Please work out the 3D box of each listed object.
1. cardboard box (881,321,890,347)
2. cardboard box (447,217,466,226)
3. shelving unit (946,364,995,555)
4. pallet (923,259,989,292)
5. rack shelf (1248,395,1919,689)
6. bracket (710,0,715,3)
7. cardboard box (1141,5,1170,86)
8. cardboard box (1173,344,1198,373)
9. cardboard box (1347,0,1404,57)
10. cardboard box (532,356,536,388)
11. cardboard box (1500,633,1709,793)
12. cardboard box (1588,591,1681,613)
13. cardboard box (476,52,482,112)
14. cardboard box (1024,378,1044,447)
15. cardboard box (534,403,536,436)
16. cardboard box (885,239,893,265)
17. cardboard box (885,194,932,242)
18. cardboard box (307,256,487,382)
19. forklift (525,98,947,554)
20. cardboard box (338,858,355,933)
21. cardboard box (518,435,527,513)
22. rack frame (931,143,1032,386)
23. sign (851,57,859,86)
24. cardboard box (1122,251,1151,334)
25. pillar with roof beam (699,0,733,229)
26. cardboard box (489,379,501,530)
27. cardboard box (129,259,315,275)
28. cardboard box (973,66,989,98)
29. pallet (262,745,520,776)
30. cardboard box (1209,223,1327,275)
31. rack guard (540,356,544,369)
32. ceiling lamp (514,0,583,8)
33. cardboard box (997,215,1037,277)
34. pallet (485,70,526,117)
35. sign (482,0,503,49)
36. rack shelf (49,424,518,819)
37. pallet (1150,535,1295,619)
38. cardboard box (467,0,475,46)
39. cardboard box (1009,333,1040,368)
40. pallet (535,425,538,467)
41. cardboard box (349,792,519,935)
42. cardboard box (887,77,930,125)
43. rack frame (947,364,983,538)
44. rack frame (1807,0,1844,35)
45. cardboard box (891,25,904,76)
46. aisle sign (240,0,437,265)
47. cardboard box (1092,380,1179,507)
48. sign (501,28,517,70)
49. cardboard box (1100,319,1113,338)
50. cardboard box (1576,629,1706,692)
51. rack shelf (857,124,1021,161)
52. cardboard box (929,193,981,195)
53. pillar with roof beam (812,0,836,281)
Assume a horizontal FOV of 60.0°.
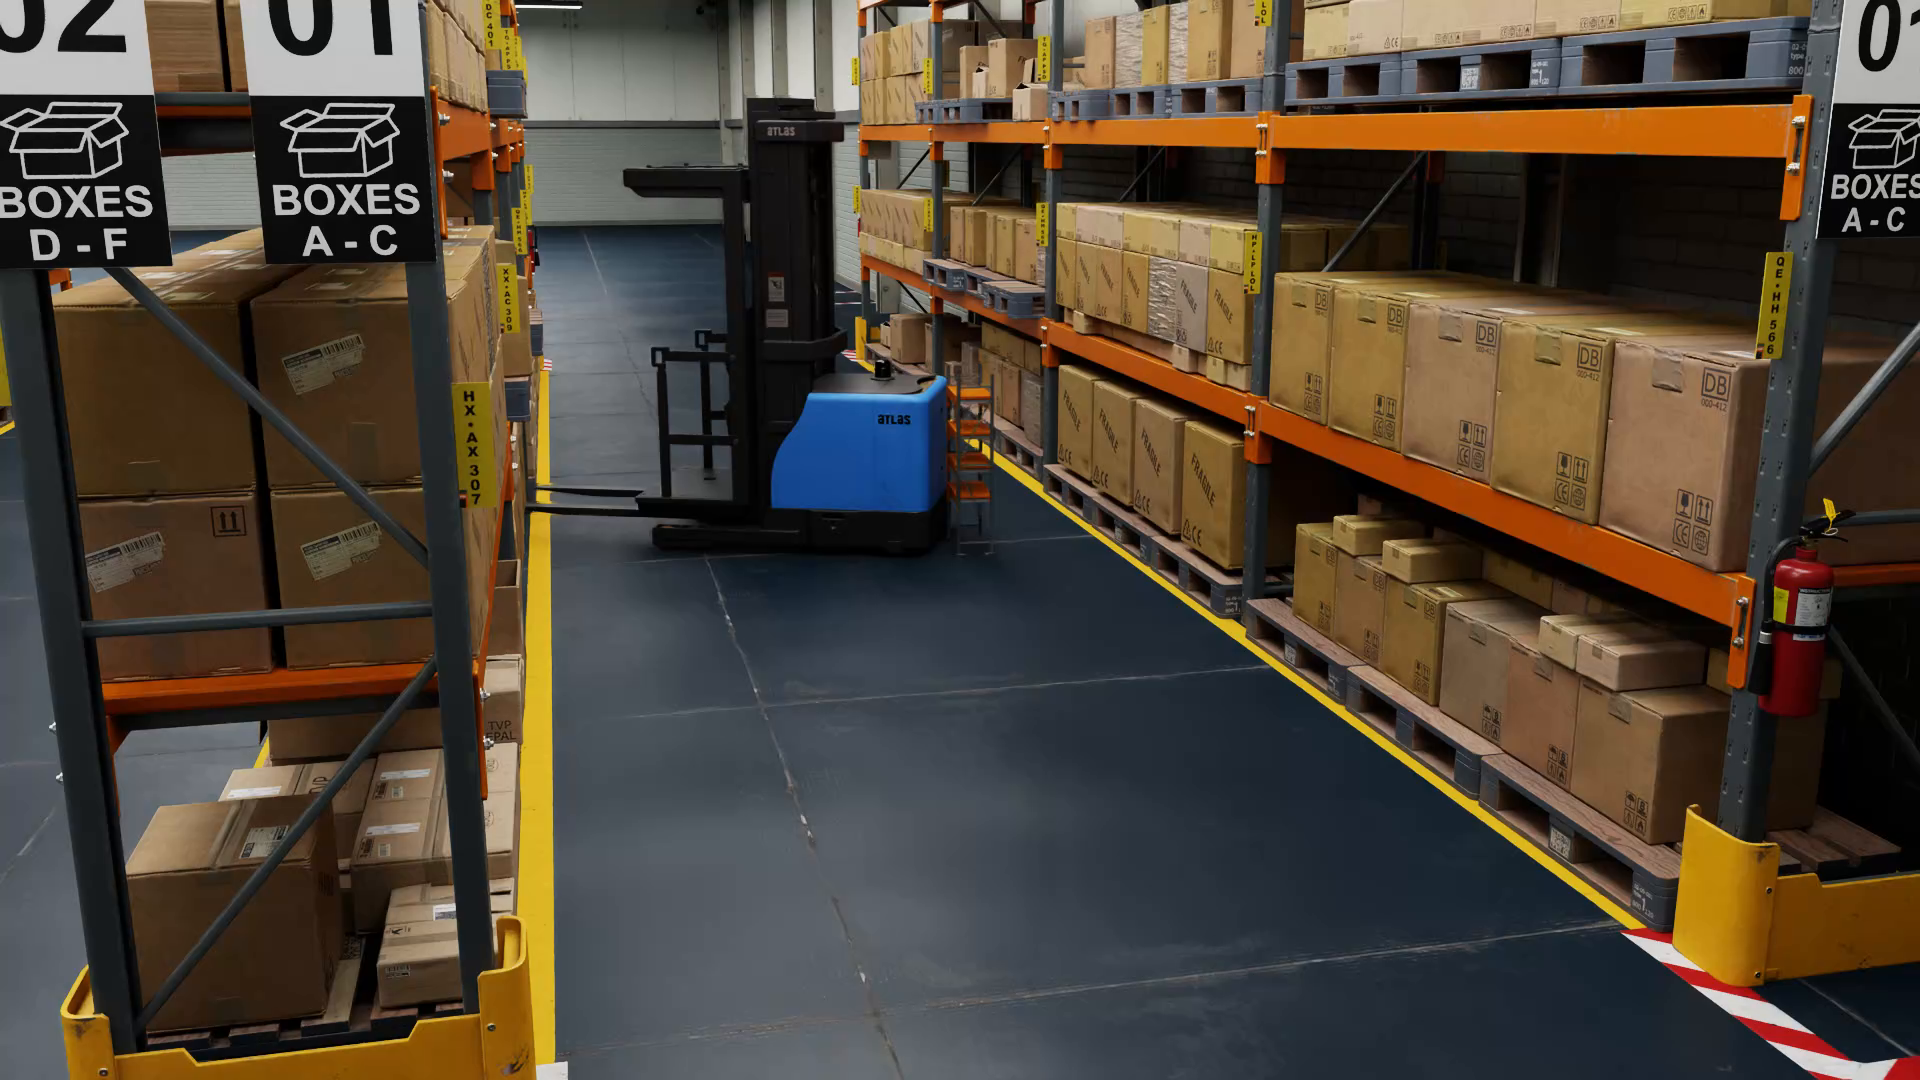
[{"bbox_3d":[-0.647,-2.503,20.088,0.500,0.311,0.500,-5,15,-20],"label":"cardboard box"},{"bbox_3d":[-4.869,-2.974,15.704,0.380,0.149,0.250,-3,14,-13],"label":"cardboard box"},{"bbox_3d":[0.067,-0.544,11.126,0.258,1.200,0.503,-2,14,-8],"label":"shelving unit"},{"bbox_3d":[0.256,-2.559,15.986,1.003,0.211,1.213,-3,14,-13],"label":"pallet"},{"bbox_3d":[2.566,-0.180,7.361,1.077,0.370,4.000,-3,14,-13],"label":"rack shelf"},{"bbox_3d":[-6.405,-14.520,44.314,0.076,0.066,4.783,-3,14,-13],"label":"bracket"},{"bbox_3d":[1.620,-3.277,11.063,0.700,0.500,0.500,-3,14,-10],"label":"cardboard box"},{"bbox_3d":[1.523,-1.118,10.170,0.380,0.149,0.250,-3,14,-13],"label":"cardboard box"},{"bbox_3d":[2.108,-2.336,7.567,0.500,0.250,0.500,-4,14,-14],"label":"cardboard box"},{"bbox_3d":[-4.095,-1.503,14.988,0.500,0.311,0.500,-3,14,-12],"label":"cardboard box"},{"bbox_3d":[2.657,0.670,6.745,0.700,0.500,0.500,-3,14,-13],"label":"cardboard box"},{"bbox_3d":[2.820,0.314,6.837,0.380,0.149,0.250,-3,14,-13],"label":"cardboard box"},{"bbox_3d":[-2.238,-1.885,6.819,0.500,0.250,0.500,-3,14,-13],"label":"cardboard box"},{"bbox_3d":[0.937,-1.077,13.854,0.700,0.500,0.500,-3,14,-12],"label":"cardboard box"},{"bbox_3d":[-3.862,-0.996,14.094,0.500,0.250,0.500,-3,14,-12],"label":"cardboard box"},{"bbox_3d":[-0.550,-3.213,18.530,0.500,0.250,0.500,-3,14,-13],"label":"cardboard box"},{"bbox_3d":[-0.547,-3.581,18.459,0.500,0.500,0.500,-3,14,-11],"label":"cardboard box"},{"bbox_3d":[-1.869,-0.679,5.567,0.500,0.500,0.500,-3,14,-12],"label":"cardboard box"},{"bbox_3d":[-1.625,-1.470,11.269,3.031,2.935,1.130,2,14,8],"label":"forklift"},{"bbox_3d":[-2.153,1.161,5.398,0.380,0.166,0.250,-3,14,-13],"label":"cardboard box"},{"bbox_3d":[-3.209,-0.434,11.222,0.500,0.500,0.500,-3,14,-11],"label":"cardboard box"},{"bbox_3d":[0.218,-2.837,16.718,1.000,3.000,0.127,-3,14,-13],"label":"rack frame"},{"bbox_3d":[-1.249,-5.611,19.912,0.100,0.325,0.005,-3,14,-13],"label":"sign"},{"bbox_3d":[1.382,-1.635,10.919,0.500,0.500,0.500,-3,14,-12],"label":"cardboard box"},{"bbox_3d":[-10.947,-13.241,46.665,9.100,9.000,0.548,-3,14,-13],"label":"pillar with roof beam"},{"bbox_3d":[-1.983,-0.307,6.154,0.500,0.500,0.500,-3,14,-12],"label":"cardboard box"},{"bbox_3d":[-2.396,-0.649,5.446,0.500,0.500,0.500,-3,14,-12],"label":"cardboard box"},{"bbox_3d":[0.413,-4.182,15.207,0.500,0.311,0.500,-3,14,-11],"label":"cardboard box"},{"bbox_3d":[-2.267,1.081,6.558,1.003,0.211,1.213,-3,14,-13],"label":"pallet"},{"bbox_3d":[1.738,-1.652,9.408,0.500,0.250,0.500,-3,14,-12],"label":"cardboard box"},{"bbox_3d":[-5.542,-2.274,19.681,1.175,0.500,0.348,-3,14,-13],"label":"rack guard"},{"bbox_3d":[-10.677,-15.149,42.174,2.000,3.185,0.800,-3,14,-13],"label":"ceiling lamp"},{"bbox_3d":[0.723,-2.570,14.490,0.700,0.500,0.500,-3,14,-13],"label":"cardboard box"},{"bbox_3d":[-2.803,-2.234,8.329,1.213,0.211,1.003,-3,14,-13],"label":"pallet"},{"bbox_3d":[-2.192,-2.455,7.744,0.100,0.325,0.005,-3,14,-13],"label":"sign"},{"bbox_3d":[-2.248,0.097,6.227,1.077,0.370,4.000,-3,14,-13],"label":"rack shelf"},{"bbox_3d":[1.842,0.190,10.206,1.003,0.211,1.213,-3,14,-13],"label":"pallet"},{"bbox_3d":[-2.110,-2.013,6.290,0.500,0.250,0.500,-3,14,-13],"label":"cardboard box"},{"bbox_3d":[0.739,-1.694,14.802,0.500,0.250,0.500,-3,14,-13],"label":"cardboard box"},{"bbox_3d":[-4.096,-0.755,14.074,1.003,0.211,1.213,-3,14,-13],"label":"pallet"},{"bbox_3d":[-1.748,1.074,5.578,0.500,0.250,0.500,-3,14,-13],"label":"cardboard box"},{"bbox_3d":[-0.523,-4.816,18.247,0.500,0.500,0.500,-2,14,-10],"label":"cardboard box"},{"bbox_3d":[0.032,-0.601,11.361,0.240,1.200,0.015,-2,14,-8],"label":"rack frame"},{"bbox_3d":[3.036,-2.983,4.675,1.000,3.000,0.127,-3,14,-13],"label":"rack frame"},{"bbox_3d":[-0.435,-5.184,17.646,0.500,0.500,0.500,-4,14,-15],"label":"cardboard box"},{"bbox_3d":[-1.477,-1.055,3.947,0.394,0.787,0.004,-3,14,-13],"label":"aisle sign"},{"bbox_3d":[1.402,-0.694,11.594,0.750,0.750,0.750,-3,14,-13],"label":"cardboard box"},{"bbox_3d":[-3.129,-3.375,11.512,0.100,0.325,0.005,-3,14,-13],"label":"sign"},{"bbox_3d":[1.219,-1.537,11.885,0.380,0.149,0.250,-3,14,-14],"label":"cardboard box"},{"bbox_3d":[2.567,0.451,6.275,0.380,0.149,0.250,-3,14,-14],"label":"cardboard box"},{"bbox_3d":[-0.252,-4.406,18.336,1.077,0.370,4.000,-3,14,-13],"label":"rack shelf"},{"bbox_3d":[-0.052,-3.612,18.585,0.500,0.500,0.500,-3,14,-12],"label":"cardboard box"},{"bbox_3d":[-6.719,-9.089,29.669,9.100,9.000,0.400,-3,14,-13],"label":"pillar with roof beam"}]
